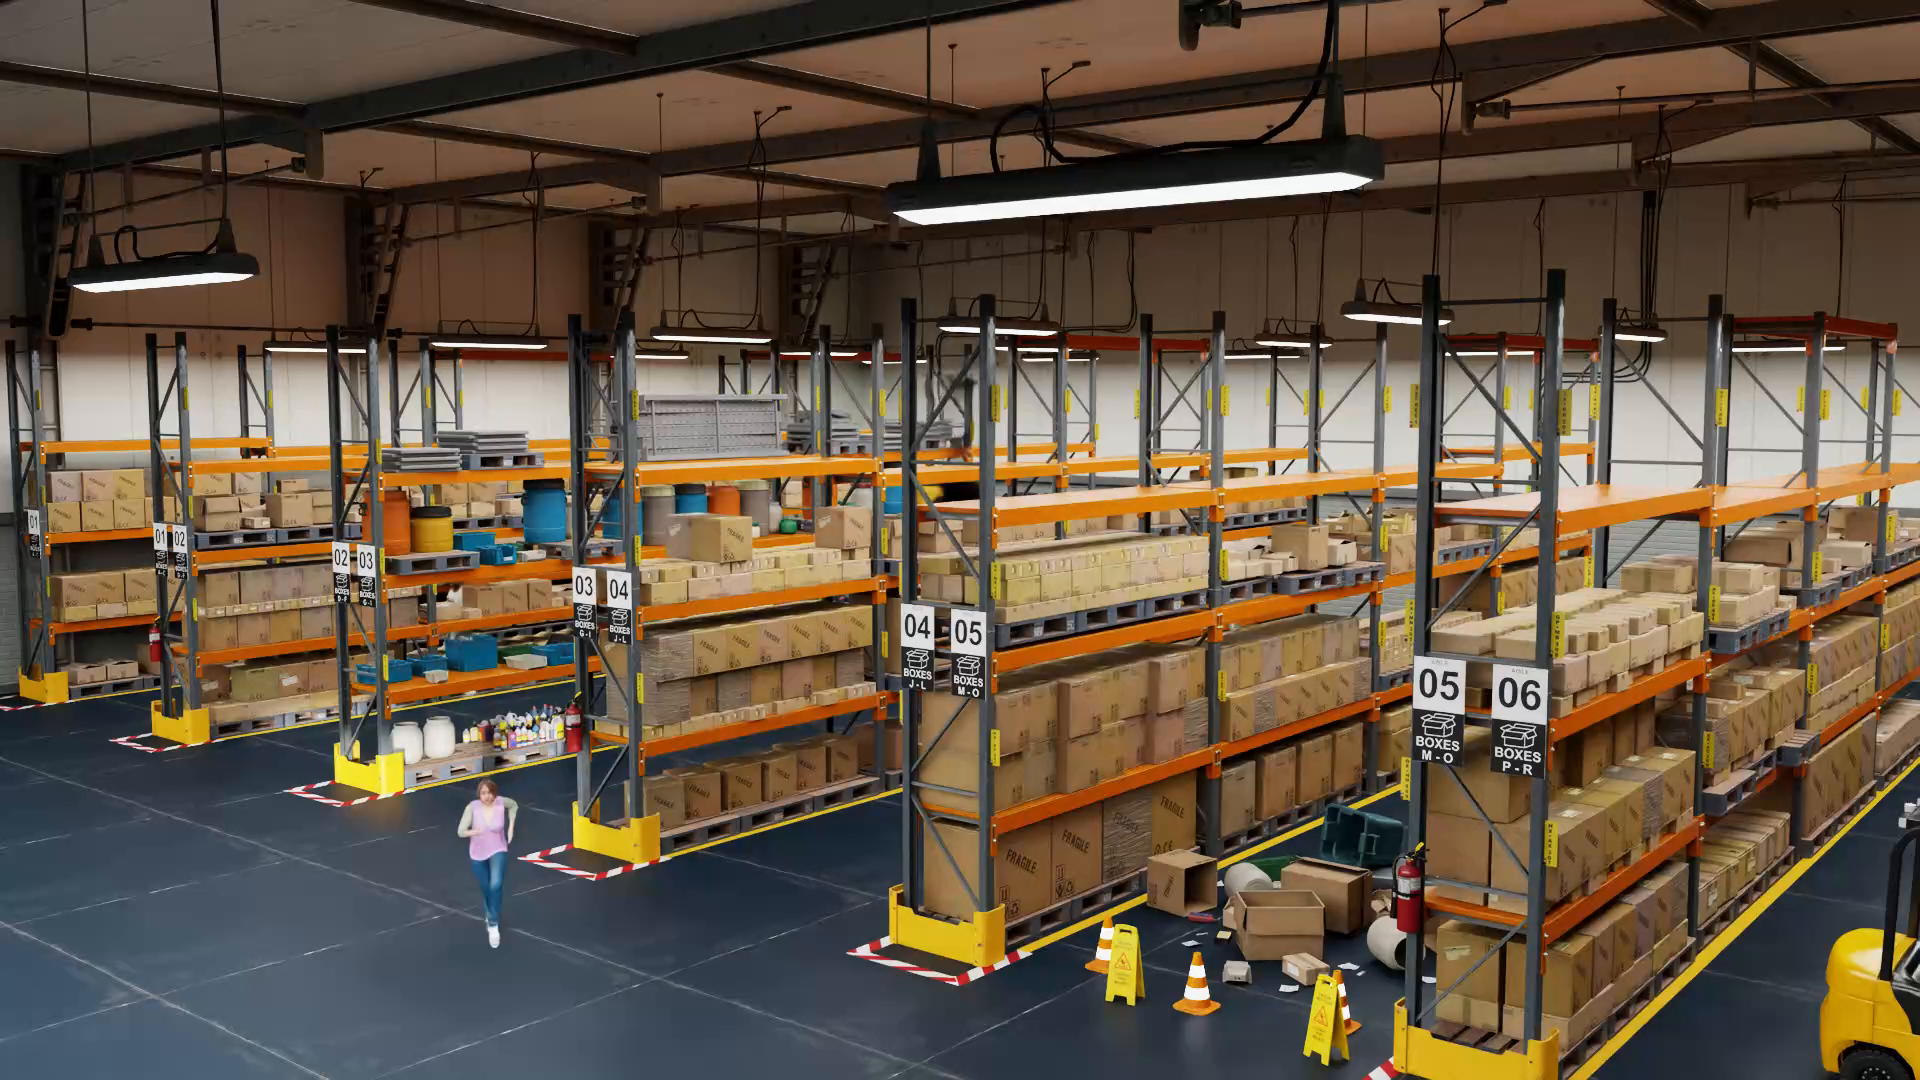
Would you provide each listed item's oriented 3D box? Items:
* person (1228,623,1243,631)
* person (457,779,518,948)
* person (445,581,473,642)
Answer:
[{"bbox_3d":[3.683,2.006,22.397,0.674,1.785,0.721,4,6,36],"label":"person"},{"bbox_3d":[-4.433,2.978,15.649,0.527,1.579,0.868,-1,5,-11],"label":"person"},{"bbox_3d":[-9.484,1.484,31.489,0.702,1.723,0.598,3,6,34],"label":"person"}]
